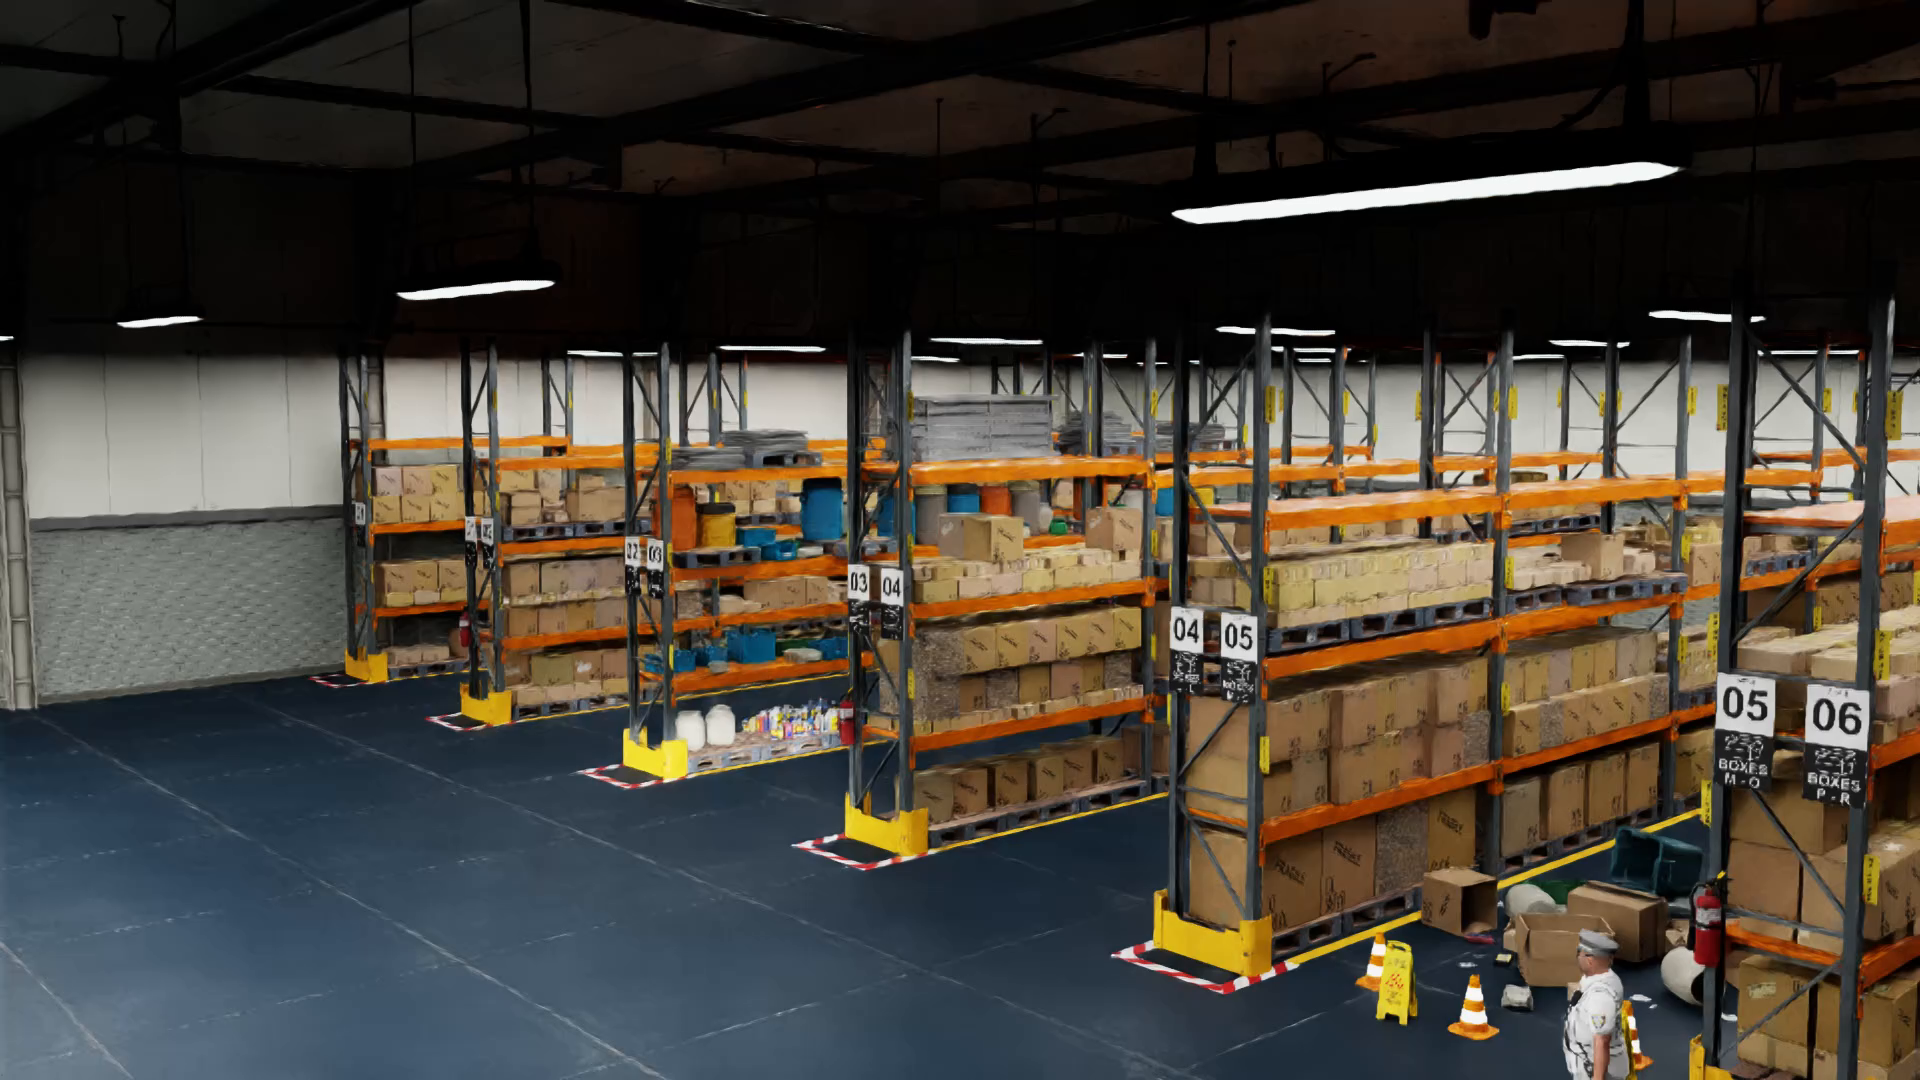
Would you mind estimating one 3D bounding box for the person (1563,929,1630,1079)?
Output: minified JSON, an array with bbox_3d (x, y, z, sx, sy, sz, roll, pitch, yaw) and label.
[{"bbox_3d":[4.093,3.362,10.514,0.554,1.750,0.653,2,6,22],"label":"person"}]
